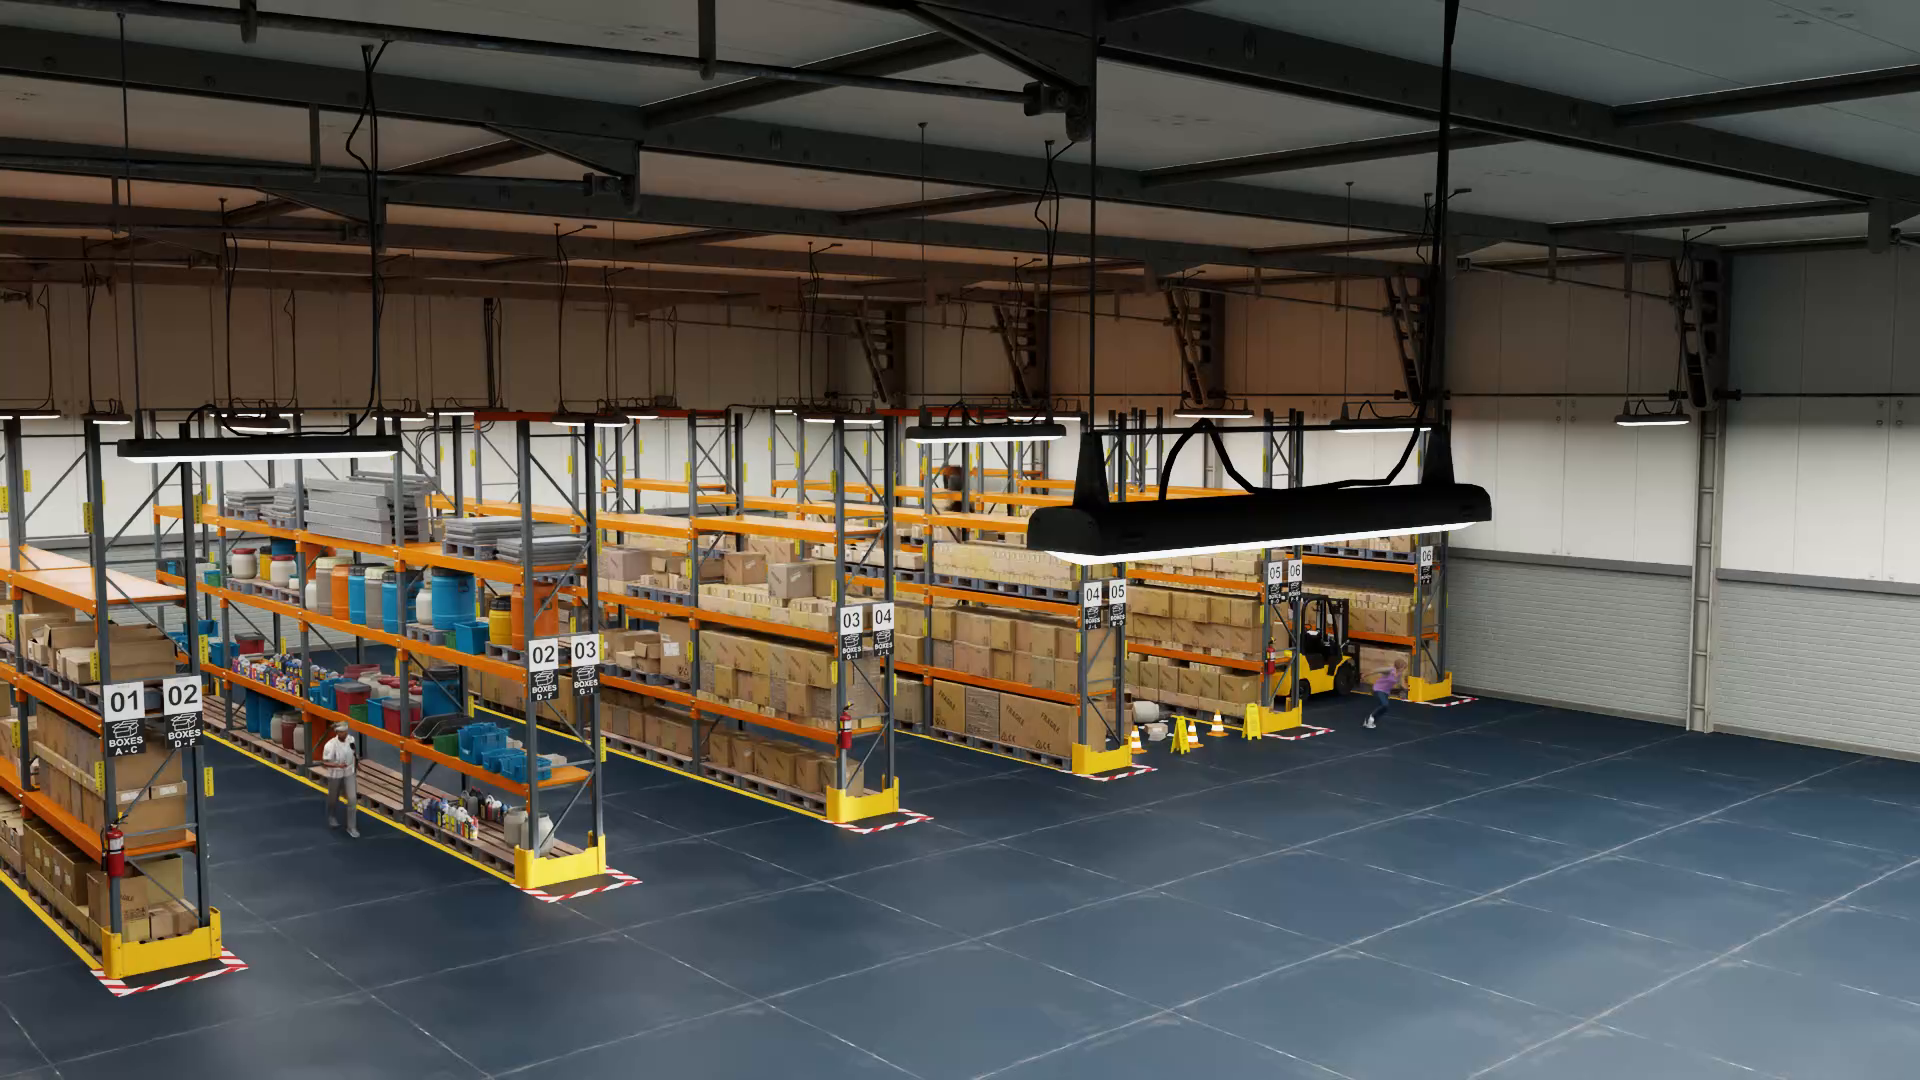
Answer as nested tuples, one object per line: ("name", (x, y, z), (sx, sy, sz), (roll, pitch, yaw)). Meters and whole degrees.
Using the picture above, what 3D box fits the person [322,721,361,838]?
("person", (-8.908, 3.392, 23.916), (0.587, 1.666, 0.968), (-4, 6, -37))

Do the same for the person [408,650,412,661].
("person", (-12.642, 2.196, 38.449), (0.503, 1.539, 0.550), (1, 5, 14))

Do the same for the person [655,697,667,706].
("person", (-5.837, 2.556, 32.942), (0.698, 1.740, 0.692), (-5, 7, -42))

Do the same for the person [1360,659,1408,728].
("person", (8.035, 2.902, 31.307), (0.544, 1.359, 0.889), (-4, 6, -35))
